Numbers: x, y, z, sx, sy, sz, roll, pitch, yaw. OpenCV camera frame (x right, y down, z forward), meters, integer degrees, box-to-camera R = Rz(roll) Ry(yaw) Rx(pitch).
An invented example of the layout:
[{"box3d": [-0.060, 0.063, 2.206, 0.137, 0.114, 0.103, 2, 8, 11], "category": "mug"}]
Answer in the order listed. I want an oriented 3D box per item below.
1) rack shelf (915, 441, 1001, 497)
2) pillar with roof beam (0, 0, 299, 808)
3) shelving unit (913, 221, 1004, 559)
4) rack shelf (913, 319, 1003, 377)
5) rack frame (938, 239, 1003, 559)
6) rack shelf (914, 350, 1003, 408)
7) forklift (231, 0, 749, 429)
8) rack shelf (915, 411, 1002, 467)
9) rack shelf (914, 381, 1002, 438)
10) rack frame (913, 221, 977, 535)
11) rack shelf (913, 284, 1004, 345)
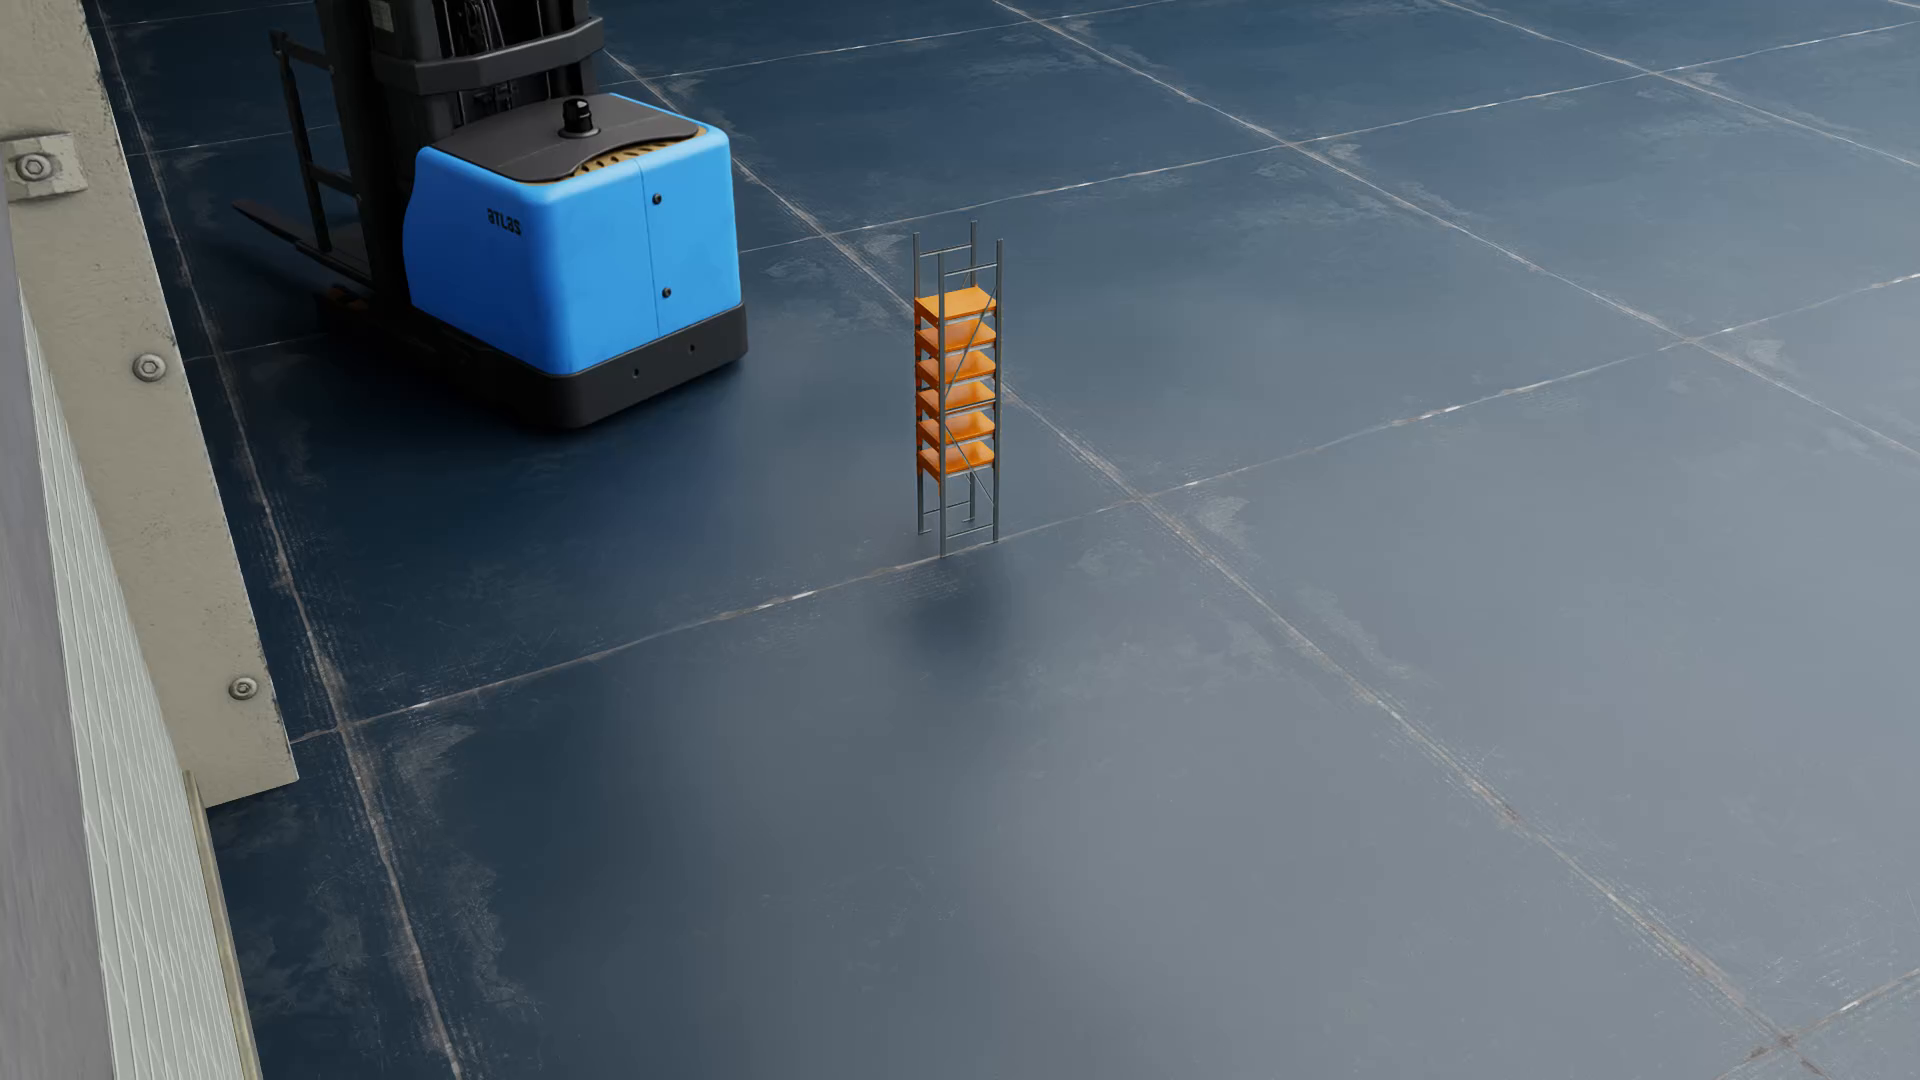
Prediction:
[{"box3d": [-0.007, -0.273, 6.046, 0.258, 0.103, 0.180, -16, 36, -23], "category": "rack shelf"}, {"box3d": [1.568, -4.197, 4.414, 9.100, 9.000, 0.400, -16, 36, -23], "category": "pillar with roof beam"}, {"box3d": [-0.007, -0.512, 5.892, 0.258, 1.200, 0.189, -16, 36, -23], "category": "shelving unit"}, {"box3d": [-0.007, -0.677, 5.787, 0.258, 0.103, 0.180, -16, 36, -23], "category": "rack shelf"}, {"box3d": [0.036, -0.468, 5.824, 0.240, 1.200, 0.006, -16, 36, -23], "category": "rack frame"}, {"box3d": [-0.007, -0.576, 5.851, 0.258, 0.103, 0.180, -16, 36, -23], "category": "rack shelf"}, {"box3d": [-2.372, -2.357, 7.167, 3.031, 2.935, 1.130, 26, 41, 34], "category": "forklift"}, {"box3d": [-0.007, -0.374, 5.981, 0.258, 0.103, 0.180, -16, 36, -23], "category": "rack shelf"}, {"box3d": [-0.007, -0.475, 5.916, 0.258, 0.103, 0.180, -16, 36, -23], "category": "rack shelf"}, {"box3d": [-0.049, -0.556, 5.960, 0.240, 1.200, 0.006, -16, 36, -23], "category": "rack frame"}, {"box3d": [-0.007, -0.778, 5.722, 0.258, 0.103, 0.180, -16, 36, -23], "category": "rack shelf"}]
